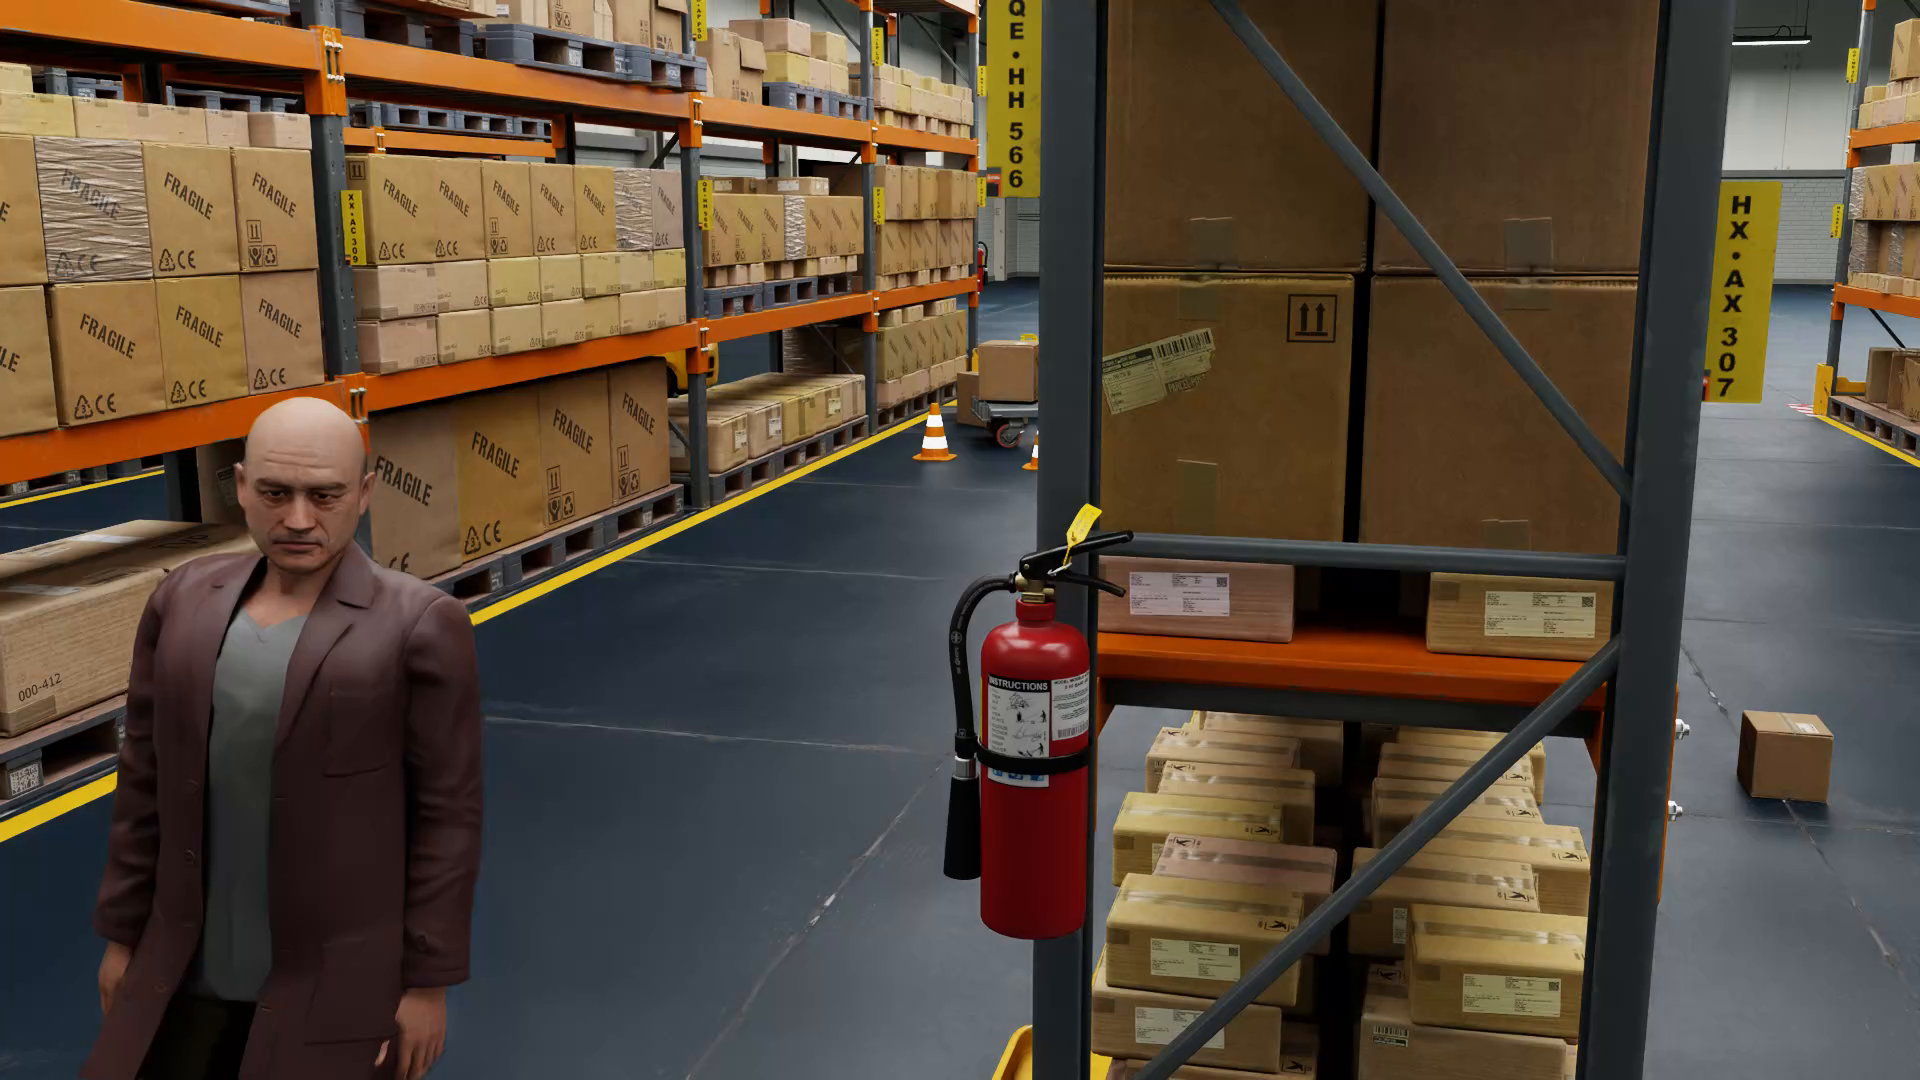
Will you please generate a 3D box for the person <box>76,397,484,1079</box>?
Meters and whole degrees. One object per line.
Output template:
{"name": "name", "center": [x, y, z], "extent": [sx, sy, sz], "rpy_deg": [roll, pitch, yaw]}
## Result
{"name": "person", "center": [-1.057, 0.651, 2.618], "extent": [0.627, 1.754, 0.637], "rpy_deg": [2, 11, 8]}
